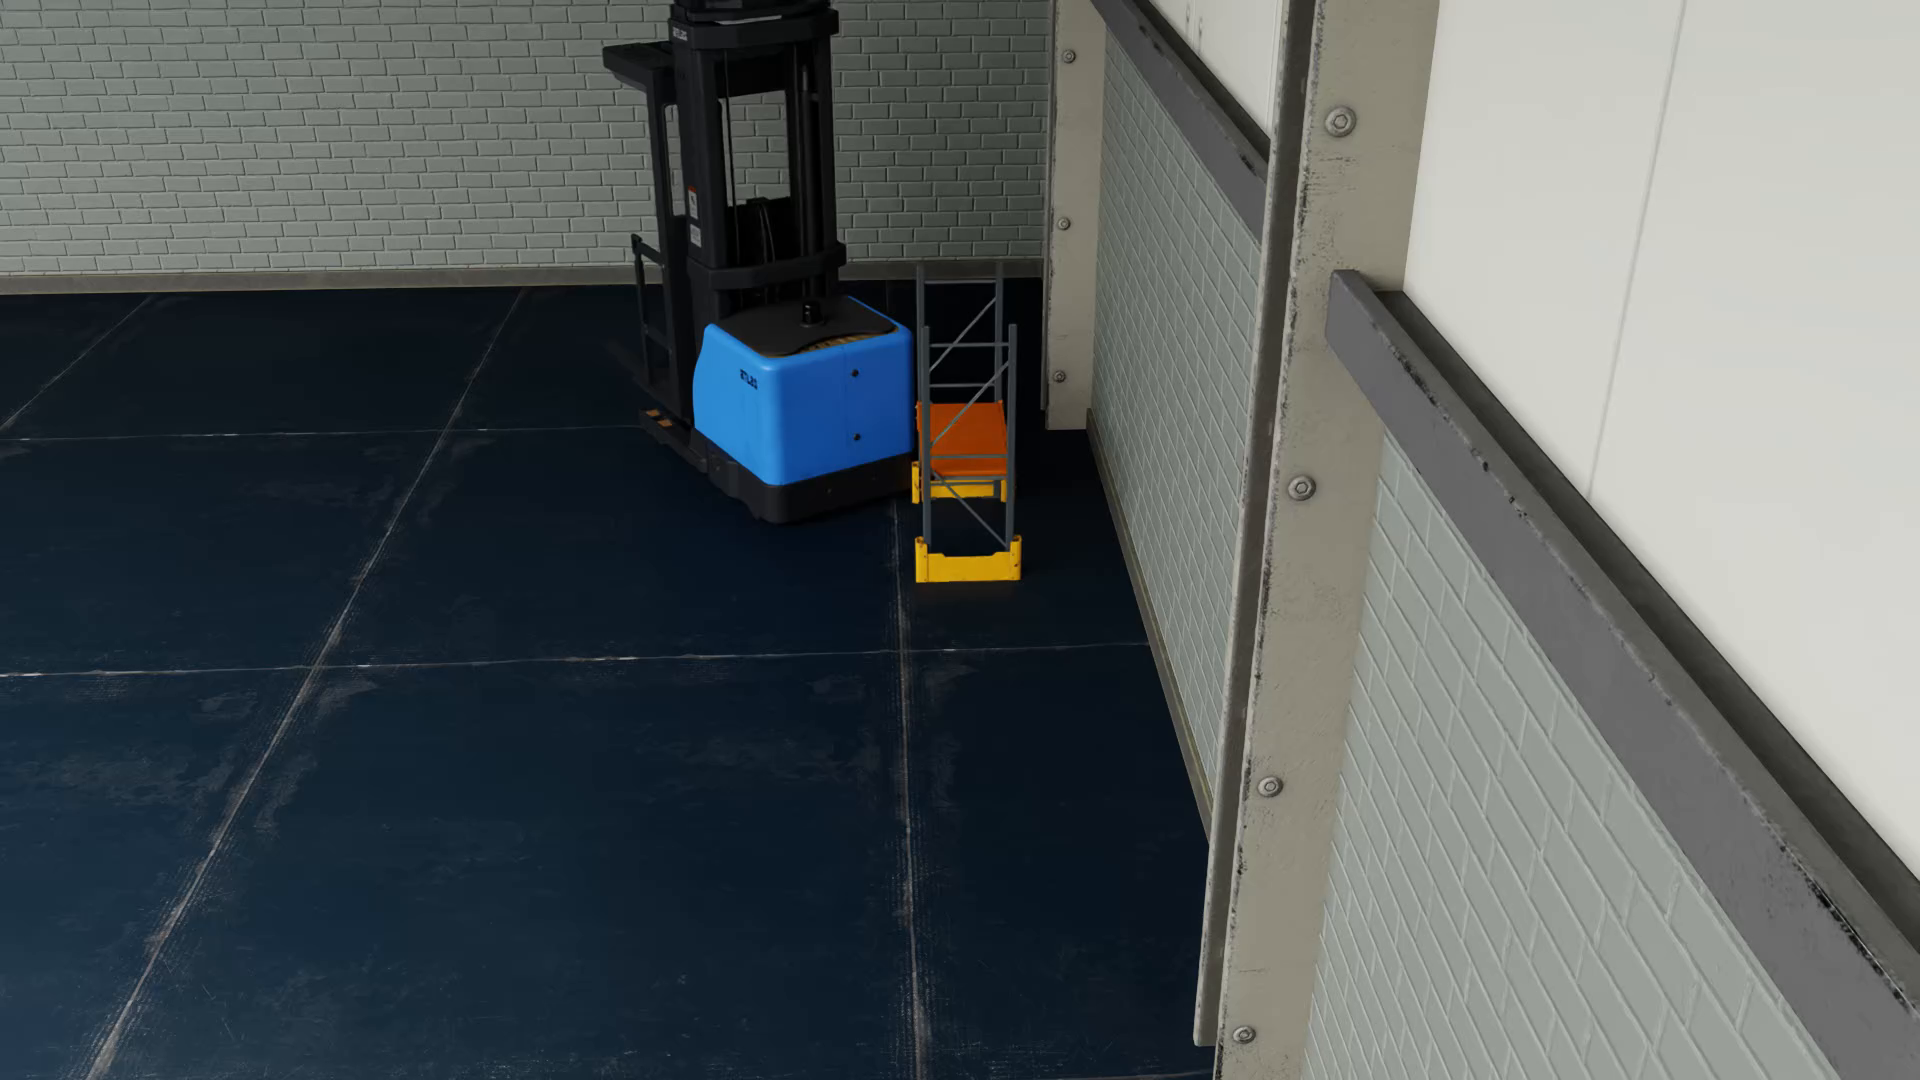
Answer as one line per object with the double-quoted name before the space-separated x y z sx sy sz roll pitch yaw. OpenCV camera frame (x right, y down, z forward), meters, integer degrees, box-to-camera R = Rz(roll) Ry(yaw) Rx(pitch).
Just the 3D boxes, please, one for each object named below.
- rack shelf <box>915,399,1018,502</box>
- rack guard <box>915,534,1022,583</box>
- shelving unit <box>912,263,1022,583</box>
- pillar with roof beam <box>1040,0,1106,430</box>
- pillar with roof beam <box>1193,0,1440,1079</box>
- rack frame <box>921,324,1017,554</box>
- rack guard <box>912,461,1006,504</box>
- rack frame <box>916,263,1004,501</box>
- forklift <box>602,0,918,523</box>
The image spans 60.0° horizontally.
"rack shelf" 0.023 -0.523 9.520 0.538 0.185 1.000 -1 28 -2
"rack guard" 0.047 0.106 9.277 0.587 0.250 0.087 -1 28 -2
"shelving unit" 0.024 -0.679 9.429 0.587 1.500 1.083 -1 28 -2
"pillar with roof beam" -3.579 -4.722 9.072 9.100 9.000 0.400 -1 28 -3
"pillar with roof beam" -3.266 -1.951 3.759 9.100 9.000 0.400 -1 28 -3
"rack frame" 0.047 -0.448 8.987 0.500 1.500 0.032 -1 28 -2
"rack guard" 0.000 -0.354 10.159 0.587 0.250 0.087 -1 28 -2
"rack frame" -0.001 -0.918 9.887 0.500 1.500 0.032 -1 28 -2
"forklift" -1.481 -2.033 10.479 1.130 2.935 3.031 -17 32 -29
